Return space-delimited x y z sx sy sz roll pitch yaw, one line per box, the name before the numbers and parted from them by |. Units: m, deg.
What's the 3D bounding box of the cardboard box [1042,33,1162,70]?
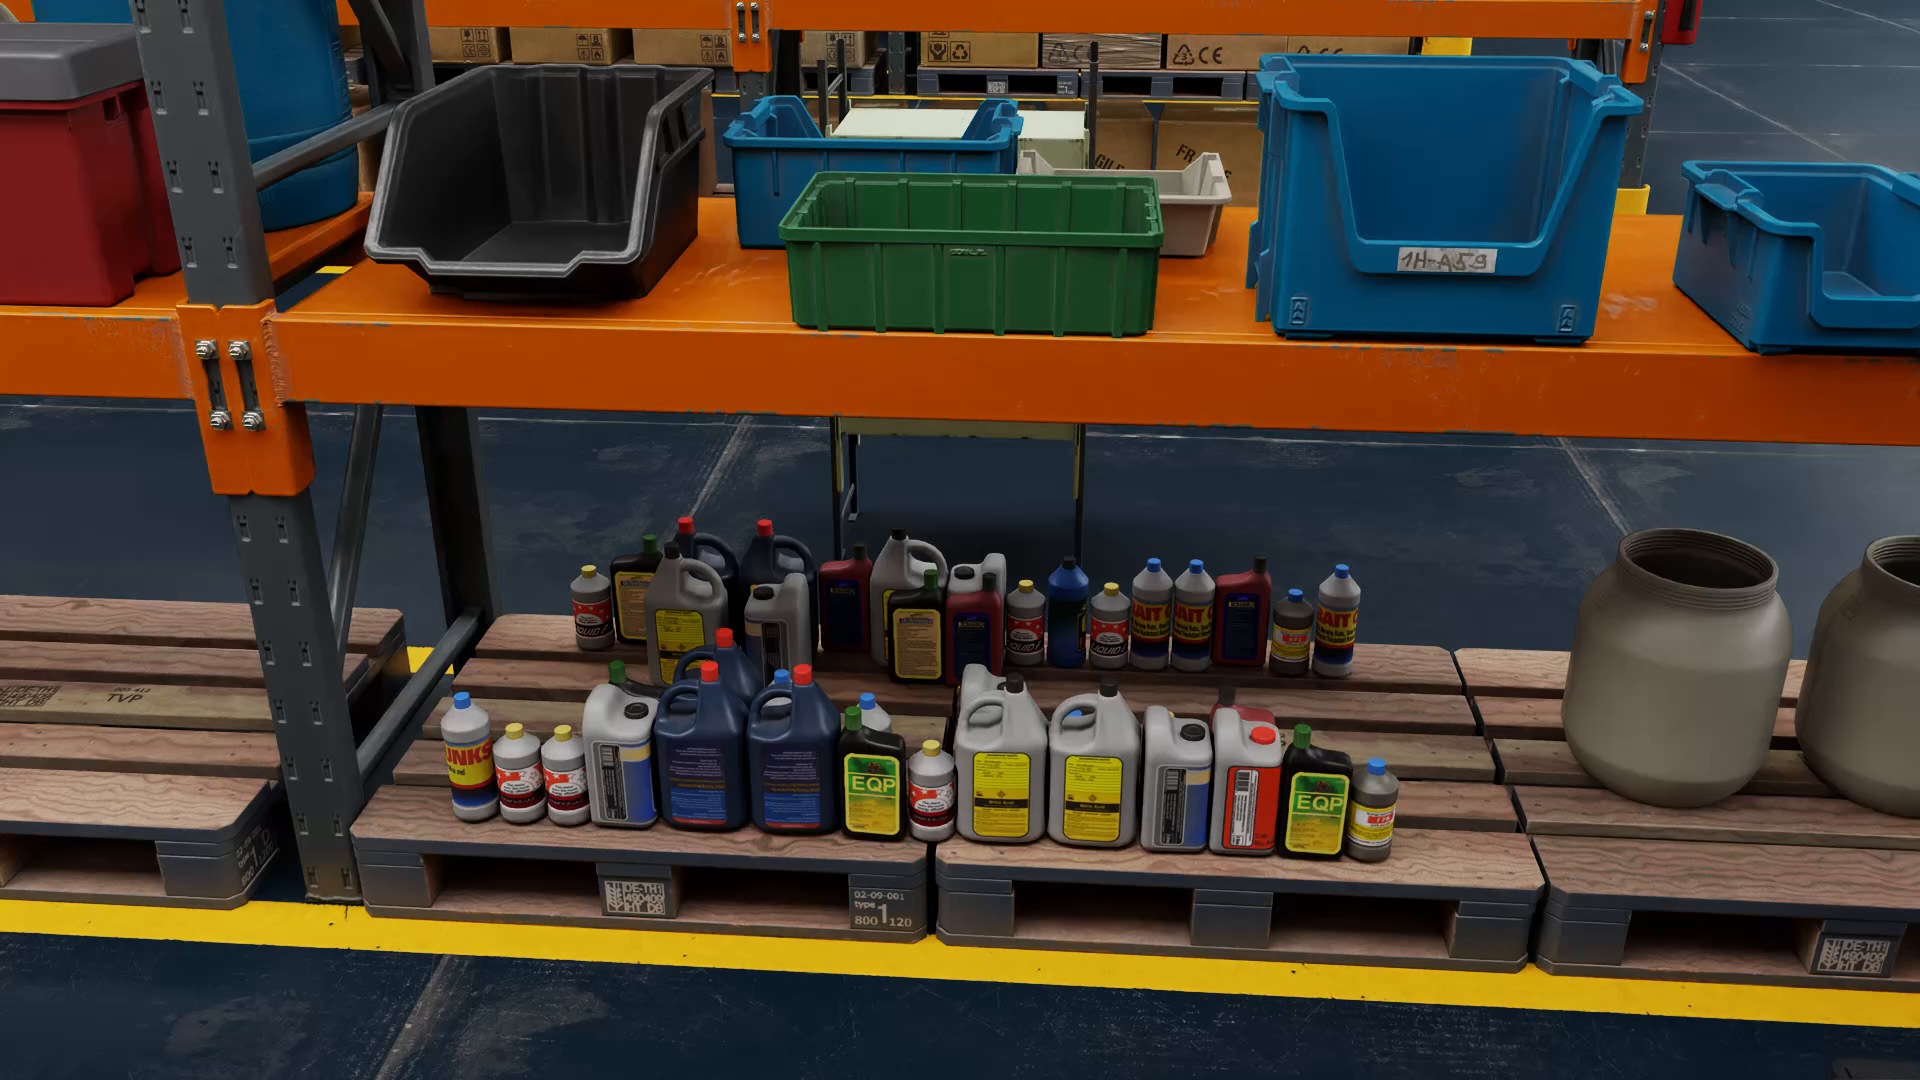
cardboard box | 1.081 -4.070 12.545 0.875 0.875 0.875 2 25 4

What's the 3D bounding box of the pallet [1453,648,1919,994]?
pallet | 1.800 0.591 3.712 1.213 0.211 1.003 2 25 4

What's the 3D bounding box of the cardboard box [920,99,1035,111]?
cardboard box | 0.047 -1.867 8.208 0.500 0.500 0.500 10 27 21

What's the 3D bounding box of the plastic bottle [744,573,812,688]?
plastic bottle | -0.430 0.214 3.928 0.135 0.276 0.152 2 25 4

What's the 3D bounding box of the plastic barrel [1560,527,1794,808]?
plastic barrel | 1.527 0.270 3.549 0.421 0.512 0.421 0 25 0

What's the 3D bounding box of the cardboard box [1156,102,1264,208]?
cardboard box | 1.225 -1.844 8.156 0.500 0.500 0.500 4 25 9

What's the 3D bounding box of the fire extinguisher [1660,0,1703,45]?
fire extinguisher | 3.147 -2.498 7.183 0.183 0.674 0.296 2 25 4

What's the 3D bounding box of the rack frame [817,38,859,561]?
rack frame | -0.358 -0.693 4.961 0.023 1.500 0.400 2 25 4

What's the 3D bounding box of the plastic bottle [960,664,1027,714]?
plastic bottle | 0.072 0.401 3.522 0.135 0.276 0.152 2 25 4

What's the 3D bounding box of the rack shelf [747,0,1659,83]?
rack shelf | 1.074 -2.466 7.881 4.000 0.370 1.077 2 25 4

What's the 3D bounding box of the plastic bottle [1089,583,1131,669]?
plastic bottle | 0.365 0.202 4.044 0.097 0.201 0.097 0 25 0

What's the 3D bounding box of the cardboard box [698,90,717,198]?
cardboard box | -1.531 -1.950 8.363 0.500 0.500 0.700 0 25 0

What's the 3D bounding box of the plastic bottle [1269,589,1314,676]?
plastic bottle | 0.802 0.216 4.014 0.097 0.201 0.097 0 25 0

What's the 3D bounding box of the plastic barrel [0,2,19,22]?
plastic barrel | -2.237 -0.976 3.620 0.433 0.535 0.433 0 25 0

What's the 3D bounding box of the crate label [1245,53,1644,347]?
crate label | 0.833 -0.627 2.981 0.616 0.435 0.502 2 25 4

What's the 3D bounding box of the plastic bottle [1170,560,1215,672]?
plastic bottle | 0.563 0.176 4.016 0.097 0.271 0.097 0 25 0

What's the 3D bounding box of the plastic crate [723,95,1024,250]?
plastic crate | -0.175 -0.803 3.584 0.616 0.251 0.499 2 25 4

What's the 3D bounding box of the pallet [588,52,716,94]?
pallet | -2.435 -3.685 13.006 1.213 0.211 1.003 2 25 4

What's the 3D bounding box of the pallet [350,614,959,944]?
pallet | -0.633 0.513 3.882 1.213 0.211 1.003 2 25 4

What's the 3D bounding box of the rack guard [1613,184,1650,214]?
rack guard | 2.992 -1.596 8.120 0.348 0.500 1.175 2 25 4

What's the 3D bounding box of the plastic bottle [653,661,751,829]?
plastic bottle | -0.526 0.410 3.413 0.185 0.351 0.144 3 25 5

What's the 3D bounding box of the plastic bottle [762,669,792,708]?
plastic bottle | -0.373 0.400 3.529 0.097 0.271 0.097 0 25 0

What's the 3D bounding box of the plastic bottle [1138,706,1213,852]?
plastic bottle | 0.436 0.473 3.365 0.135 0.276 0.152 1 25 3

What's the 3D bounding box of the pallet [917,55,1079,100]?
pallet | 0.312 -3.597 12.815 1.213 0.211 1.003 2 25 4

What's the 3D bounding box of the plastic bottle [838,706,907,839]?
plastic bottle | -0.177 0.469 3.365 0.133 0.283 0.061 3 25 6

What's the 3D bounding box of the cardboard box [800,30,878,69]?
cardboard box | -1.066 -4.072 12.700 0.750 0.750 1.050 2 25 4

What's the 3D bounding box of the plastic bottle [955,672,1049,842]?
plastic bottle | 0.086 0.430 3.371 0.185 0.351 0.144 2 25 4

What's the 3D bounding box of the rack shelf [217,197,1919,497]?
rack shelf | 0.695 -0.402 3.395 4.000 0.370 1.077 2 25 4

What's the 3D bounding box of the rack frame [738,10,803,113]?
rack frame | -0.920 -2.857 7.870 0.127 3.000 1.000 2 25 4

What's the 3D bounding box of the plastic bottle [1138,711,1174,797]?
plastic bottle | 0.427 0.454 3.495 0.097 0.201 0.097 0 25 0

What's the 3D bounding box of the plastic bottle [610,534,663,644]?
plastic bottle | -0.795 0.120 4.125 0.133 0.283 0.061 3 25 7

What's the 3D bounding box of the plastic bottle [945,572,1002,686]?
plastic bottle | 0.032 0.210 3.929 0.133 0.283 0.061 2 25 4

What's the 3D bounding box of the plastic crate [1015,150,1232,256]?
plastic crate | 0.339 -0.726 3.555 0.437 0.136 0.530 2 25 4

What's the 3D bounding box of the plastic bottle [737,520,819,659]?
plastic bottle | -0.444 0.118 4.048 0.185 0.351 0.144 1 25 1

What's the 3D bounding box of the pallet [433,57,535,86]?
pallet | -3.648 -3.725 13.093 1.213 0.211 1.003 2 25 4

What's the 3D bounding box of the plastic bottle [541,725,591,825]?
plastic bottle | -0.813 0.478 3.443 0.097 0.201 0.097 0 25 0

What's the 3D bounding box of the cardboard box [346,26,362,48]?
cardboard box | -5.114 -4.233 13.349 0.500 0.500 0.500 1 25 2

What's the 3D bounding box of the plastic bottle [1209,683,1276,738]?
plastic bottle | 0.582 0.430 3.451 0.133 0.283 0.061 2 25 4

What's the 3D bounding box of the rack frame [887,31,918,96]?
rack frame | -0.440 -4.921 12.355 0.127 3.000 1.000 2 25 4

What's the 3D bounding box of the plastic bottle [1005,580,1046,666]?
plastic bottle | 0.160 0.195 4.059 0.097 0.201 0.097 0 25 0

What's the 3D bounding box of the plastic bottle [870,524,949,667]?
plastic bottle | -0.122 0.128 4.026 0.185 0.351 0.144 2 25 4

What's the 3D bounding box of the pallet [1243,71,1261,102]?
pallet | 2.745 -3.519 12.645 1.213 0.211 1.003 2 25 4

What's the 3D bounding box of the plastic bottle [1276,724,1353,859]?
plastic bottle | 0.706 0.498 3.304 0.133 0.283 0.061 2 25 5

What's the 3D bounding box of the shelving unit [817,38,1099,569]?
shelving unit | 0.007 -0.681 4.936 0.755 1.500 0.431 2 25 4

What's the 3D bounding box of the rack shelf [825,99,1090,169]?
rack shelf | 0.007 -1.036 4.773 0.720 0.370 0.431 2 25 4

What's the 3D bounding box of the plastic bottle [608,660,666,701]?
plastic bottle | -0.683 0.389 3.539 0.133 0.283 0.061 2 25 4

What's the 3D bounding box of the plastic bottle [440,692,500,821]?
plastic bottle | -1.015 0.440 3.443 0.097 0.271 0.097 0 25 0

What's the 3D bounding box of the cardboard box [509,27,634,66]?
cardboard box | -2.956 -4.134 12.835 0.750 0.750 1.050 2 25 5

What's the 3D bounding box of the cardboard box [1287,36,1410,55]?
cardboard box | 2.867 -4.012 12.421 0.875 0.875 0.875 2 25 4
